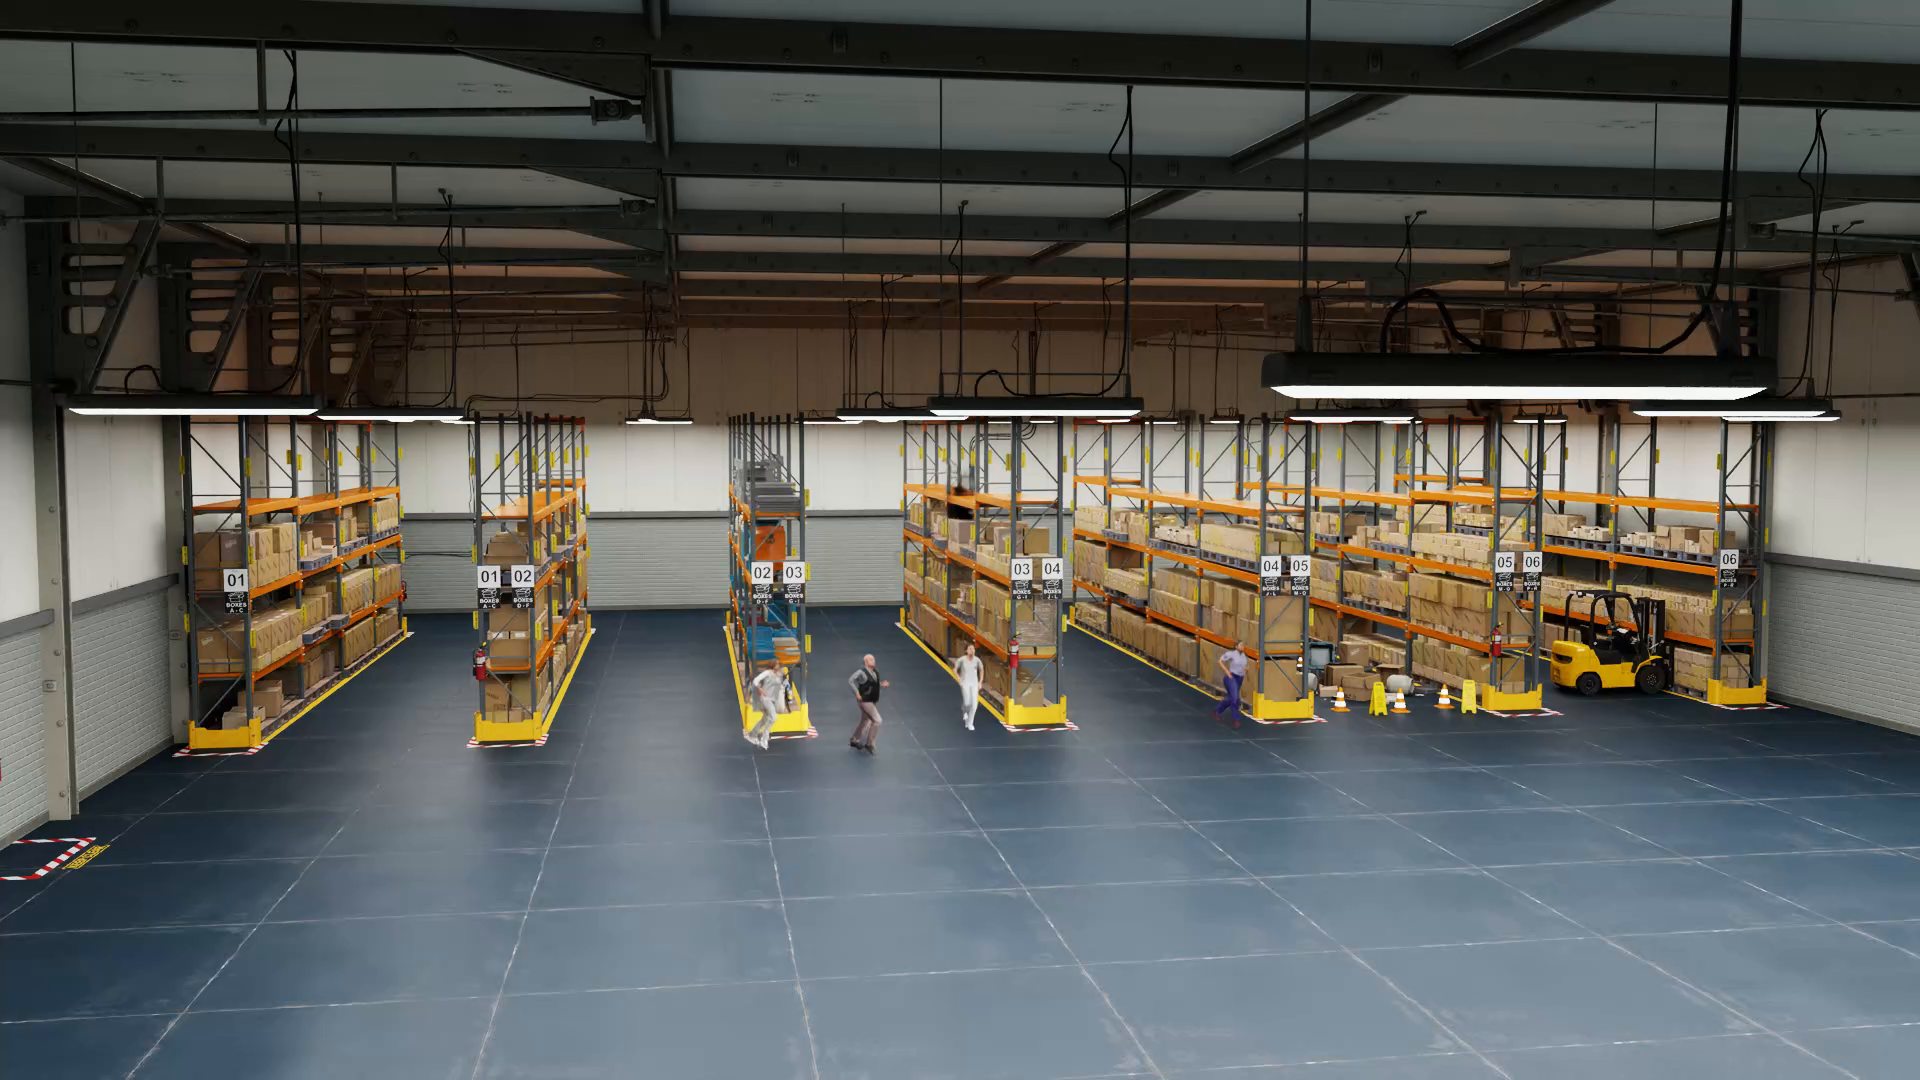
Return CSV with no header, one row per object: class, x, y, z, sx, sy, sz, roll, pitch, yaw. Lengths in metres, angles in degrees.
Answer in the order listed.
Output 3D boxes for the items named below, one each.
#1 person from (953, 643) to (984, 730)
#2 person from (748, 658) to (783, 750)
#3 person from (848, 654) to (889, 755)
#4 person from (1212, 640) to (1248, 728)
person,0.175,2.771,31.587,0.595,1.639,0.535,-1,4,-12
person,-3.459,2.919,29.824,0.643,1.598,0.593,2,4,26
person,-1.600,2.895,29.225,0.761,1.785,0.625,2,4,24
person,5.277,2.751,32.055,0.613,1.681,0.839,-4,5,-43
